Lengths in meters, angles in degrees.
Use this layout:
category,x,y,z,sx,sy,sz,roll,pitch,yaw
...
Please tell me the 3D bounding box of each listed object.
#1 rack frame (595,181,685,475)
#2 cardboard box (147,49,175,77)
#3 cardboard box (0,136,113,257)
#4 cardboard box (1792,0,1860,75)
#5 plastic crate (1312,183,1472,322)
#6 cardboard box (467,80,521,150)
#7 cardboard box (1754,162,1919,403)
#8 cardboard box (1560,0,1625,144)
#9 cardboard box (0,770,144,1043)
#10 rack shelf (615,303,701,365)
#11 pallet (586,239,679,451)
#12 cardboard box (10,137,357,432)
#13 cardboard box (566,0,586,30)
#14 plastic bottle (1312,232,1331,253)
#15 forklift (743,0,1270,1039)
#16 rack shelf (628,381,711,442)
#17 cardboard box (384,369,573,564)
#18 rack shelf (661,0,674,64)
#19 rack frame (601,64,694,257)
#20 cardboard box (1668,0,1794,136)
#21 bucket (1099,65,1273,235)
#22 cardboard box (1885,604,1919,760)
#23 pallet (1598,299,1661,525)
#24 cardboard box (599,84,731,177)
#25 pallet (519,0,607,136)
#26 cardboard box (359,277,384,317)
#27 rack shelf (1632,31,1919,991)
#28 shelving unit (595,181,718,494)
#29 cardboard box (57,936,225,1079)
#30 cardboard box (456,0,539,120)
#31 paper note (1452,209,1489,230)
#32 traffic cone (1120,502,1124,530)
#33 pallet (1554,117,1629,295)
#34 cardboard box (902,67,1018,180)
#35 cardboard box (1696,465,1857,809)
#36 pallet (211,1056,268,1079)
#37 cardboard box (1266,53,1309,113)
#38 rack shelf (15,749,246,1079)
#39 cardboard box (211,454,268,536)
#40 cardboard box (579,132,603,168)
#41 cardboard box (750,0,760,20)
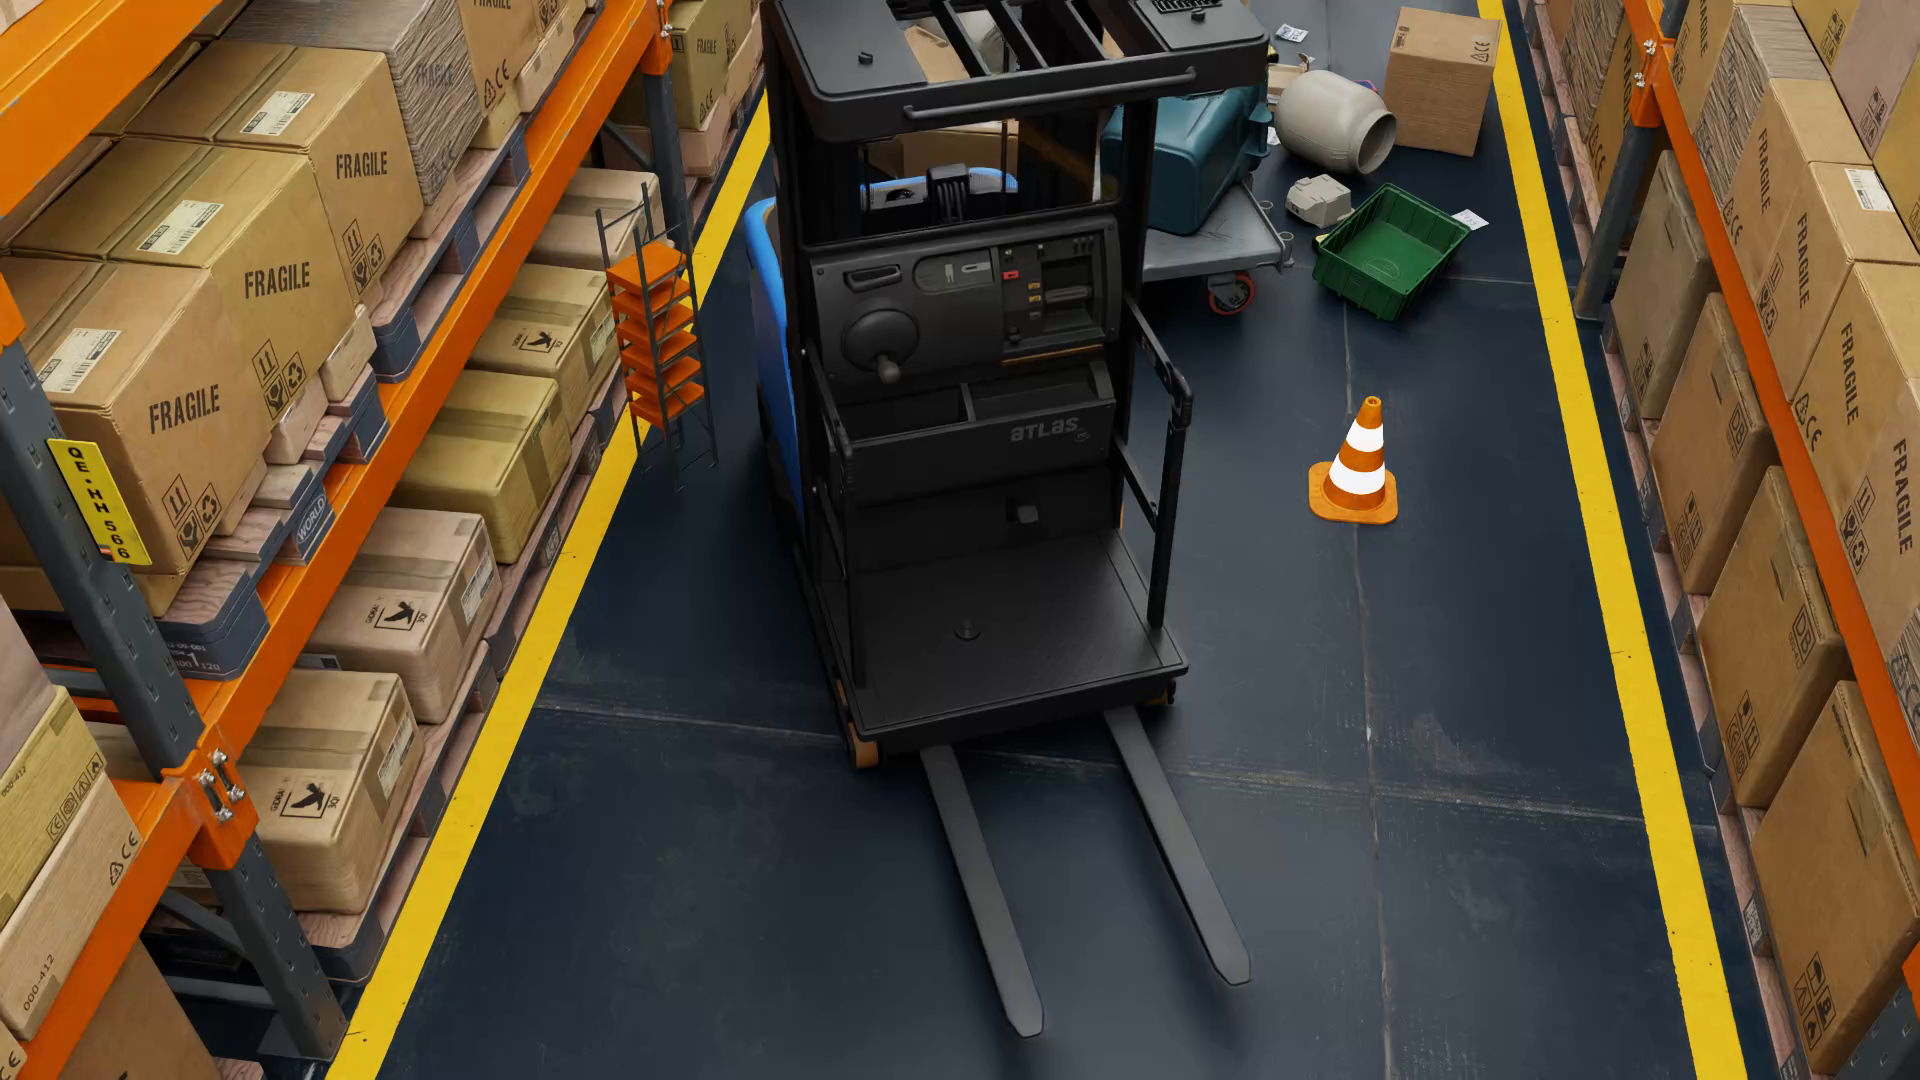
category,x,y,z,sx,sy,sz,roll,pitch,yaw
rack frame,-1.176,-0.757,6.176,0.006,1.200,0.240,28,50,26
cardboard box,-2.319,-1.372,4.451,0.380,0.149,0.250,3,44,4
cardboard box,-2.414,-0.684,4.197,0.500,0.500,0.500,5,44,5
cardboard box,3.067,-1.754,5.121,0.700,0.500,0.500,5,44,5
plastic crate,1.917,-1.281,7.425,0.450,0.188,0.662,35,53,18
cardboard box,-1.671,-1.417,5.442,0.380,0.149,0.250,5,44,5
cardboard box,2.654,-0.716,4.752,0.500,0.500,0.500,6,44,6
cardboard box,3.461,-2.462,7.908,0.875,0.875,0.875,6,44,6
cardboard box,-2.066,0.724,3.413,0.500,0.250,0.500,4,44,4
rack shelf,-1.103,-0.773,6.084,0.180,0.103,0.258,28,50,26
pallet,-1.829,-0.882,7.028,1.003,0.211,1.213,5,44,6
cardboard box,-1.905,-0.637,4.147,0.500,0.500,0.500,7,44,8
cardboard box,-1.574,-1.933,5.987,0.380,0.149,0.250,4,44,4
plastic bottle,1.733,-1.303,7.581,0.133,0.061,0.283,-16,46,-16
forklift,0.088,-0.618,4.771,1.130,2.935,3.031,-11,44,-11
rack shelf,-1.103,-0.512,6.331,0.180,0.103,0.258,28,50,26
cardboard box,-1.976,-0.301,5.993,0.950,0.372,0.625,7,44,7
rack shelf,-1.463,-3.527,8.316,1.077,0.370,4.000,5,44,6
rack frame,-1.727,-2.425,6.630,1.000,3.000,0.127,5,44,6
cardboard box,2.856,-1.746,5.840,0.500,0.500,0.500,6,44,6
bucket,0.925,-1.710,7.149,0.726,0.611,0.620,20,57,20
cardboard box,2.457,0.314,3.664,0.500,0.500,0.500,5,44,6
pallet,3.165,-0.499,6.623,1.003,0.211,1.213,5,44,6
cardboard box,-1.382,-1.957,7.829,0.500,0.250,0.500,3,44,4
pallet,-1.972,-1.848,6.159,1.003,0.211,1.213,5,44,6
cardboard box,-1.865,-0.694,4.678,0.380,0.149,0.250,8,44,8
rack shelf,2.928,-0.420,5.035,1.077,0.370,4.000,5,44,6
shelving unit,-1.103,-0.718,6.136,0.189,1.200,0.258,28,50,26
cardboard box,-2.430,1.383,3.848,0.875,0.875,0.875,5,44,5
cardboard box,-1.699,-1.697,5.266,0.500,0.500,0.500,7,44,7
paper note,2.384,-1.507,7.819,0.147,0.020,0.142,-24,48,-23
traffic cone,0.449,-0.243,6.170,0.336,0.463,0.334,5,44,6
pallet,3.371,-1.543,7.726,1.003,0.211,1.213,5,44,6
cardboard box,0.041,-1.651,7.079,0.500,0.500,0.500,5,44,6
cardboard box,2.946,0.343,5.036,1.050,0.750,0.750,6,44,6
pallet,-2.435,1.844,4.149,1.003,0.211,1.213,5,44,6
cardboard box,1.594,-2.390,8.581,0.396,0.266,0.258,12,45,13
rack shelf,-2.520,1.925,2.558,1.077,0.370,4.000,5,44,6
cardboard box,-1.958,-0.155,4.109,0.380,0.149,0.250,3,44,3
cardboard box,-1.916,-2.007,7.882,0.500,0.250,0.500,7,44,7
cardboard box,-1.252,-2.948,8.331,0.500,0.500,0.500,7,44,8
